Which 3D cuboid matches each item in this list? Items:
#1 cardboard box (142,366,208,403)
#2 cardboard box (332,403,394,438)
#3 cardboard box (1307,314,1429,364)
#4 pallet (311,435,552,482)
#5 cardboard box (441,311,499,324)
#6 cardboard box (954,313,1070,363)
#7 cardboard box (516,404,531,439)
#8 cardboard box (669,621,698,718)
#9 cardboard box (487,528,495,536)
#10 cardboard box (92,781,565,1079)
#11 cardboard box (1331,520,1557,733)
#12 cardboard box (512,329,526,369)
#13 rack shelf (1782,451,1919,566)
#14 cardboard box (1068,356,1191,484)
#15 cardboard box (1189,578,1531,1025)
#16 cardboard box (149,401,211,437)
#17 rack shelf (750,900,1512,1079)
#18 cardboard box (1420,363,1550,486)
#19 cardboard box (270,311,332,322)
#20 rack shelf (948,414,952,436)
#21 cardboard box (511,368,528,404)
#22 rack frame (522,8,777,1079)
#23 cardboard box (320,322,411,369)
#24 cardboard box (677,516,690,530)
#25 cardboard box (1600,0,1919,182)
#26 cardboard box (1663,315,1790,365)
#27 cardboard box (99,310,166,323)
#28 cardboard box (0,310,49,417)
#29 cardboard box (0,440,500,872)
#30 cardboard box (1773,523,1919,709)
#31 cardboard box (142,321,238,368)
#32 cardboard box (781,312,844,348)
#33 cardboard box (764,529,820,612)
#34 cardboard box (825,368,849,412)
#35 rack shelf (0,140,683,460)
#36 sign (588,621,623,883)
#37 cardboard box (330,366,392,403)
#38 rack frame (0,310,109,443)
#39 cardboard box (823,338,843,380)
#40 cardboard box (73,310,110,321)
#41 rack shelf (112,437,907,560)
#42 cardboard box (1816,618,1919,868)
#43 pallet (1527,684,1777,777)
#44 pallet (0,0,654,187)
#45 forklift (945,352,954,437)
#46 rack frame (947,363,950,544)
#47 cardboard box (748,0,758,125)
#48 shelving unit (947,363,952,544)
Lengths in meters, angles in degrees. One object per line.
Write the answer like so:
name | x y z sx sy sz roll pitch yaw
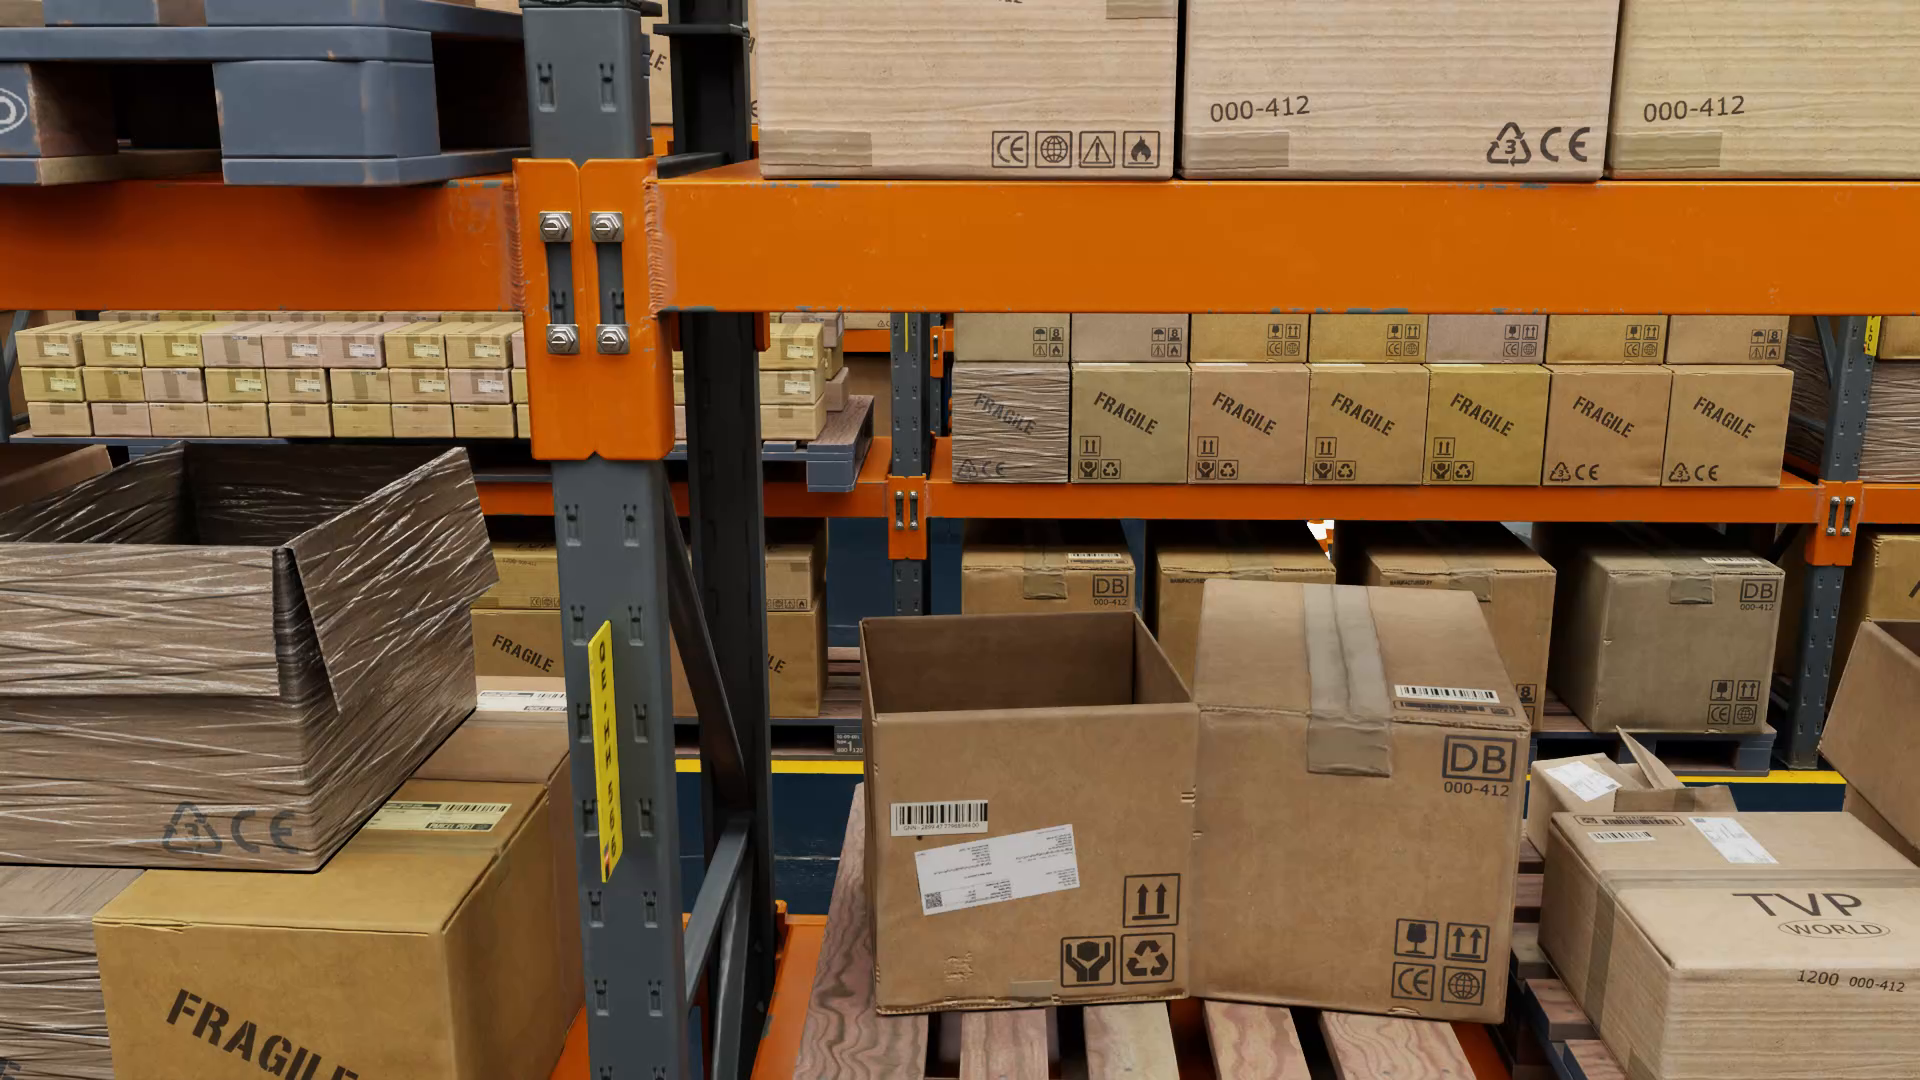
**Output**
cardboard box | -3.319 -0.701 7.202 0.250 0.149 0.380 1 15 3
cardboard box | -2.530 -0.553 7.224 0.250 0.149 0.380 0 15 0
cardboard box | 1.759 -1.089 7.433 0.500 0.500 0.700 0 15 1
pallet | -2.199 -0.482 7.662 1.213 0.211 1.003 0 15 1
cardboard box | -2.239 -1.004 7.770 0.250 0.149 0.380 0 15 1
cardboard box | 0.229 -1.098 7.467 0.500 0.500 0.700 0 15 1
cardboard box | -1.747 -0.547 7.203 0.250 0.149 0.380 0 15 -1
cardboard box | -1.403 0.492 7.673 0.500 0.500 0.500 1 15 4
cardboard box | -2.444 0.124 7.595 0.500 0.250 0.500 1 15 4
cardboard box | -0.946 0.704 2.596 0.500 0.500 0.500 1 15 3
cardboard box | 2.193 0.350 7.718 0.750 0.750 1.050 0 15 1
cardboard box | -1.741 -0.835 7.129 0.250 0.149 0.380 0 15 1
rack shelf | 5.779 -0.185 7.571 4.000 0.370 1.077 0 15 1
cardboard box | 0.731 -0.546 7.333 0.500 0.500 0.500 0 15 1
cardboard box | 0.655 0.412 2.878 0.500 0.500 0.700 3 15 10
cardboard box | -3.309 -0.557 7.240 0.250 0.149 0.380 0 15 2
rack shelf | 1.553 1.053 2.878 4.000 0.370 1.077 0 15 1
cardboard box | 2.241 -0.536 7.296 0.500 0.500 0.500 1 15 2
cardboard box | -3.022 -1.009 7.788 0.250 0.149 0.380 0 15 1
rack shelf | 0.014 -0.769 11.137 0.180 0.103 0.258 0 15 1
cardboard box | -1.753 -0.691 7.164 0.250 0.149 0.380 0 15 1
rack frame | -0.447 0.692 2.836 0.127 3.000 1.000 0 15 1
cardboard box | -2.543 -0.839 7.144 0.250 0.149 0.380 1 15 4
cardboard box | -1.409 0.002 8.061 0.500 0.250 0.500 0 15 1
cardboard box | 1.044 -0.613 2.198 0.500 0.250 0.500 1 15 3
cardboard box | 3.283 -1.079 7.395 0.500 0.500 0.700 0 15 0
cardboard box | -3.812 -1.014 7.808 0.250 0.149 0.380 1 15 4
cardboard box | -4.706 -0.858 7.932 0.500 0.500 0.500 0 15 0
cardboard box | -1.177 0.150 2.729 0.637 0.503 0.797 1 15 3
cardboard box | 4.407 0.300 7.663 0.875 0.875 0.875 1 15 2
cardboard box | -3.301 -0.845 7.165 0.250 0.149 0.380 1 15 2
cardboard box | -0.680 -0.994 7.729 0.250 0.149 0.380 0 15 2
cardboard box | -0.909 0.133 7.561 0.500 0.250 0.500 0 15 0
cardboard box | -0.661 -0.708 7.812 0.250 0.149 0.380 0 15 1
rack shelf | -2.446 -0.423 2.595 4.000 0.370 1.077 0 15 1
sign | -0.458 0.274 2.152 0.005 0.325 0.100 0 15 1
cardboard box | -2.524 -0.696 7.185 0.250 0.149 0.380 0 15 0
rack frame | -4.218 -0.598 7.727 0.127 3.000 1.000 0 15 1
cardboard box | -0.697 -0.852 7.774 0.250 0.149 0.380 1 15 4
cardboard box | -6.203 -1.856 12.299 0.500 0.500 0.500 1 15 3
rack shelf | -2.218 -0.237 7.769 4.000 0.370 1.077 0 15 1
cardboard box | 1.817 0.478 2.624 0.637 0.503 0.797 2 15 7
pallet | 3.006 0.817 7.831 1.213 0.211 1.003 0 15 1
pallet | -1.092 -0.657 2.442 1.003 0.211 1.213 1 15 4
forklift | 0.413 -2.203 13.945 3.031 2.935 1.130 1 15 2
rack frame | -0.077 -0.581 11.189 0.006 1.200 0.240 0 15 1
cardboard box | -0.796 -2.010 7.001 0.500 0.500 0.500 0 15 1
shelving unit | 0.014 -0.580 11.187 0.189 1.200 0.258 0 15 1
